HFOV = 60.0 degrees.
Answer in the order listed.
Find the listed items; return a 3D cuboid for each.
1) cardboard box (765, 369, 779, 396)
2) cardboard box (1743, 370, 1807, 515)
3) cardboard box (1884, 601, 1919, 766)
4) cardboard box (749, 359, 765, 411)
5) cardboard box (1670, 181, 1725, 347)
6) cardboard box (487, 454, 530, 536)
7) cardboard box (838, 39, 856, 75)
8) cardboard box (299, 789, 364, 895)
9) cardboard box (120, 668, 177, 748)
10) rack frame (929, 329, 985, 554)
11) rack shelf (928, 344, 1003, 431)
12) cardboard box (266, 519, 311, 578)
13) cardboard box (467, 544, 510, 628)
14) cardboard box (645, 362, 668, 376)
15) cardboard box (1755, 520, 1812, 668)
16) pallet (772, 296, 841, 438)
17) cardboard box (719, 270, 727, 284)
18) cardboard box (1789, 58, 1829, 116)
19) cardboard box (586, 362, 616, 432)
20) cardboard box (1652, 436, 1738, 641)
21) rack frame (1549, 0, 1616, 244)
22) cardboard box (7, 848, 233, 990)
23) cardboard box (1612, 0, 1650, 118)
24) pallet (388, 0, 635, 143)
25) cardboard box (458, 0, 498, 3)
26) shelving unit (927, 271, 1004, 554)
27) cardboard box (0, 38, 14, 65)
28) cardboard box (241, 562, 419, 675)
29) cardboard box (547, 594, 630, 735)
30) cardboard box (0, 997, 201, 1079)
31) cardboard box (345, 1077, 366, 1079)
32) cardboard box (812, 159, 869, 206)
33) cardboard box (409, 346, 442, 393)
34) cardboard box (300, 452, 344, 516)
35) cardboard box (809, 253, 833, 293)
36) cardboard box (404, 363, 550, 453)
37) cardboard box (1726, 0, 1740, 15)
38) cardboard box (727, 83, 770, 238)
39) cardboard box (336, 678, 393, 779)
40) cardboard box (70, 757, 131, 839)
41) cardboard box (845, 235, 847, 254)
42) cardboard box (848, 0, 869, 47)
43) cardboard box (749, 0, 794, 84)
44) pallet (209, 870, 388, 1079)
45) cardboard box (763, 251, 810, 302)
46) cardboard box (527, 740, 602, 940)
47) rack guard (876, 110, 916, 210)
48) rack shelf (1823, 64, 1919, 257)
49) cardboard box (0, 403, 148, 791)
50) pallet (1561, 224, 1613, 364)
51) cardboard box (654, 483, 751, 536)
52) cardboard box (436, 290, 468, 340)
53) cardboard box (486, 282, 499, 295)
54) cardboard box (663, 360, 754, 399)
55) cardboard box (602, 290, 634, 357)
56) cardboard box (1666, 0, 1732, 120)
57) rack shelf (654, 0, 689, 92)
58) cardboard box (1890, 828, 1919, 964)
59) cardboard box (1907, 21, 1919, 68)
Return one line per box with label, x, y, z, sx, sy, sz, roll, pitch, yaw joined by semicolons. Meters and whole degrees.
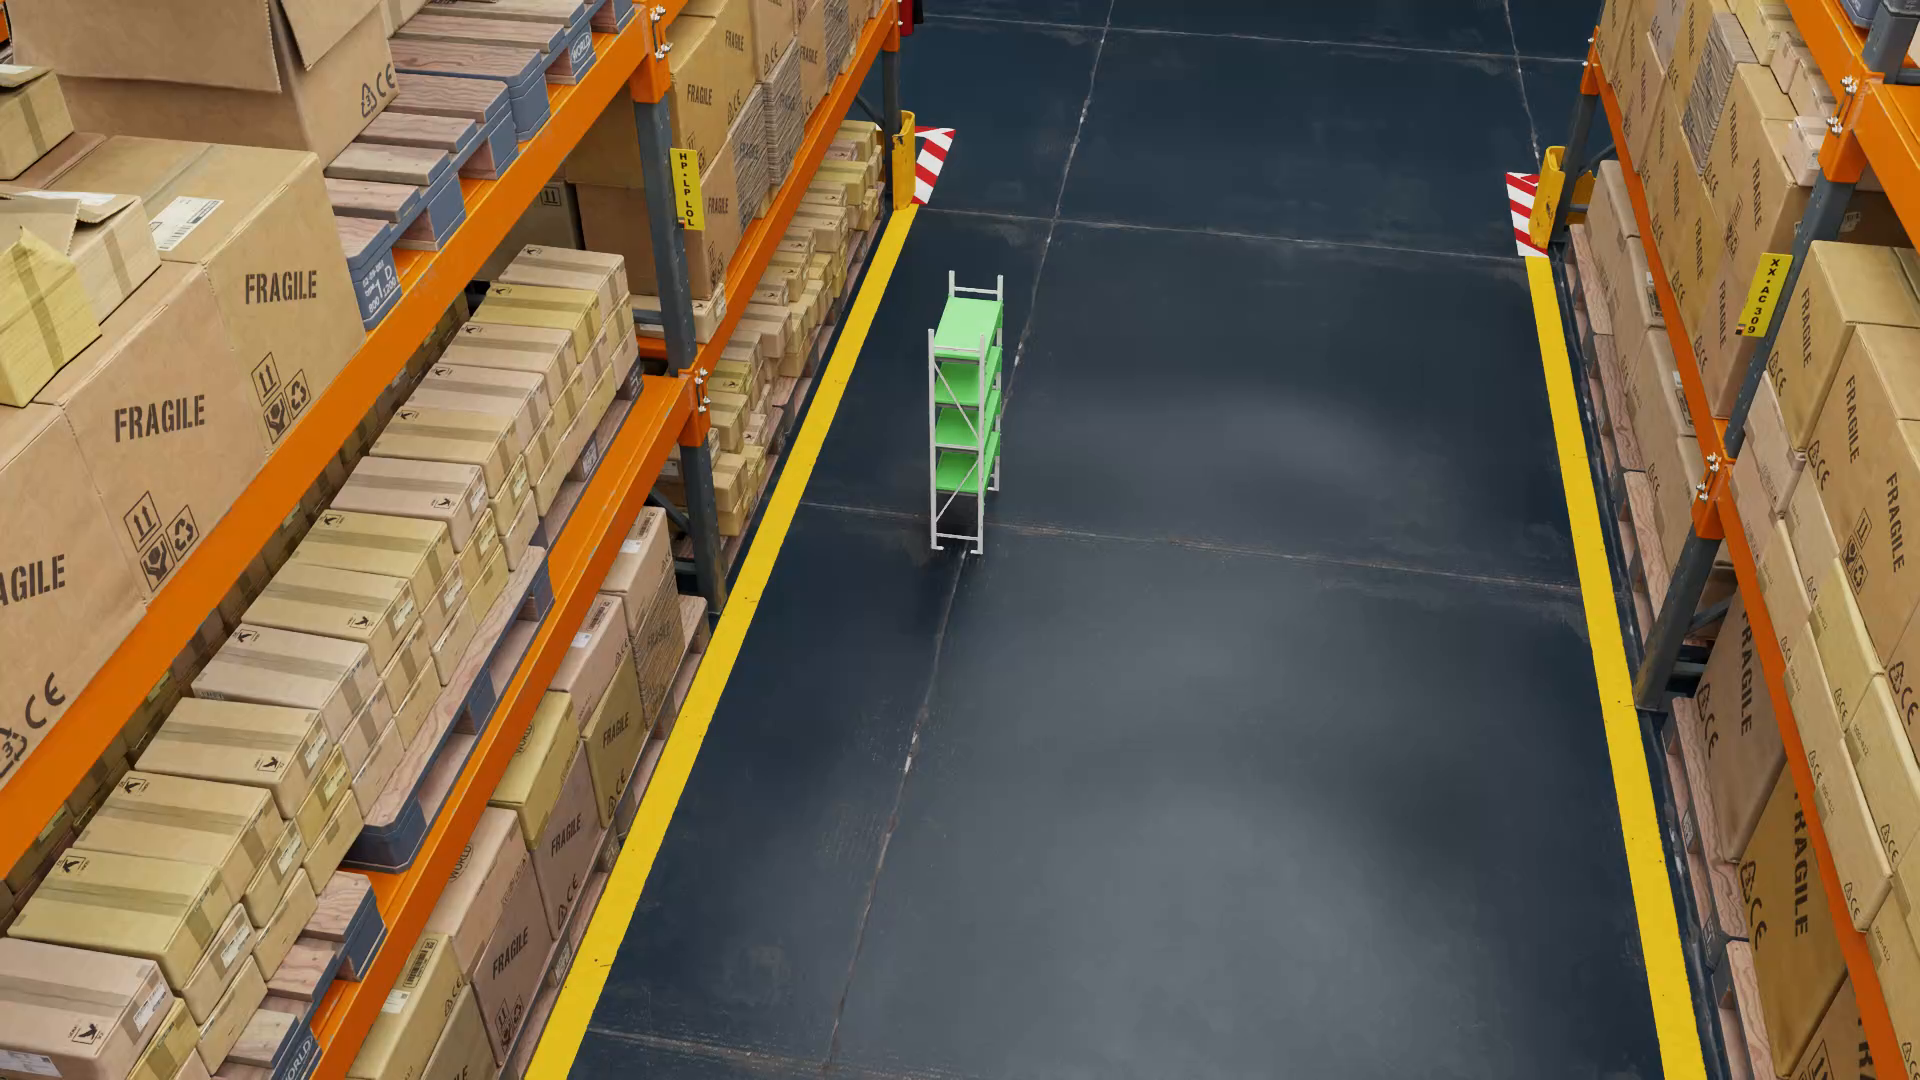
cardboard box;-1.130;-0.829;8.403;0.380;0.149;0.250;5;40;6
cardboard box;2.985;-0.314;5.598;0.500;0.250;0.500;5;40;6
cardboard box;2.746;0.358;4.196;0.500;0.500;0.500;6;40;7
cardboard box;-1.165;-0.771;8.100;0.380;0.149;0.250;4;40;5
cardboard box;3.251;-1.106;6.752;0.500;0.500;0.500;5;40;7
cardboard box;-1.608;-0.159;5.319;0.380;0.149;0.250;4;40;5
cardboard box;-0.770;-2.611;8.848;0.380;0.149;0.250;7;40;9
cardboard box;-1.832;0.773;4.426;0.380;0.149;0.250;8;40;10
cardboard box;-2.433;0.418;4.622;0.380;0.149;0.250;6;40;7
rack frame;-0.014;-0.413;7.405;0.240;1.200;0.015;6;40;8
rack shelf;0.029;-0.702;7.478;0.258;0.148;0.480;6;40;8
cardboard box;-2.296;0.045;5.306;0.380;0.149;0.250;6;40;7
cardboard box;-1.650;0.117;5.219;0.380;0.149;0.250;8;40;10
cardboard box;-1.586;-0.927;8.055;0.380;0.149;0.250;8;40;9
cardboard box;2.914;0.205;5.362;0.500;0.250;0.500;5;40;7
pallet;-1.264;-1.025;8.921;1.003;0.211;1.213;6;40;8
cardboard box;-1.212;-1.122;7.047;0.380;0.149;0.250;7;40;9
cardboard box;3.284;-1.635;6.099;0.380;0.149;0.250;6;40;8
cardboard box;-1.472;-0.538;6.011;0.380;0.149;0.250;7;40;8
cardboard box;3.553;0.019;7.151;0.875;0.438;0.875;6;40;7
rack frame;4.031;-2.935;9.042;1.000;3.000;0.127;6;40;8
cardboard box;-1.932;0.872;3.839;0.380;0.149;0.250;5;40;6
cardboard box;3.605;-2.383;8.297;0.500;0.500;0.500;6;40;7
pallet;-1.766;-1.615;5.239;1.213;0.211;1.003;6;40;8
cardboard box;-1.728;-2.037;5.195;0.700;0.500;0.500;6;40;8
shelving unit;0.029;-0.566;7.590;0.258;1.200;0.503;6;40;8
cardboard box;-5.919;-2.389;9.720;0.875;0.875;0.875;6;40;8
cardboard box;-1.750;0.216;4.633;0.380;0.149;0.250;8;40;9
cardboard box;-1.536;0.422;6.026;0.500;0.250;0.500;8;40;10
cardboard box;-1.965;1.143;3.745;0.380;0.149;0.250;8;40;10
cardboard box;-1.889;1.710;4.468;0.500;0.250;0.500;5;40;6
cardboard box;-0.724;-2.021;9.379;0.380;0.149;0.250;6;40;7
cardboard box;-2.118;-0.601;6.087;0.380;0.149;0.250;7;40;8
cardboard box;-2.252;-0.232;5.408;0.380;0.149;0.250;8;40;9
cardboard box;-0.900;-1.421;8.885;0.380;0.149;0.250;8;40;10
cardboard box;-1.569;-0.432;5.416;0.380;0.149;0.250;6;40;8
cardboard box;3.390;-2.278;6.876;0.380;0.149;0.250;6;40;8
cardboard box;-1.142;-1.654;7.182;0.500;0.500;0.500;6;40;8
cardboard box;-1.790;0.490;4.535;0.380;0.149;0.250;6;40;8
cardboard box;-2.478;0.705;4.507;0.380;0.149;0.250;6;40;7
cardboard box;-0.853;-1.642;9.386;0.380;0.149;0.250;7;40;8
cardboard box;-0.781;-2.937;8.733;0.500;0.500;0.500;6;40;7
cardboard box;-1.044;-2.341;7.228;0.500;0.500;0.500;7;40;8
pallet;-2.228;1.219;4.170;1.213;0.211;1.003;6;40;8
cardboard box;-0.995;-1.370;8.591;0.380;0.149;0.250;7;40;8
cardboard box;-1.616;1.030;5.879;0.500;0.500;0.500;6;40;7
rack guard;-0.875;-2.406;10.365;1.175;0.500;0.348;6;40;8
rack shelf;2.992;-0.048;3.761;1.077;0.370;4.000;6;40;8
cardboard box;-1.886;0.080;2.964;0.500;0.500;0.500;6;40;8
pallet;3.969;-1.350;9.314;1.003;0.211;1.213;6;40;8
cardboard box;-1.175;-0.163;7.598;0.380;0.149;0.250;5;40;6
cardboard box;-2.076;-0.890;6.203;0.380;0.149;0.250;7;40;8
cardboard box;-1.735;-1.015;6.918;0.380;0.149;0.250;6;40;7
cardboard box;-1.189;-0.723;7.808;0.380;0.149;0.250;6;40;7
cardboard box;-1.429;-0.815;6.113;0.380;0.149;0.250;8;40;9
cardboard box;3.418;-2.127;7.202;0.500;0.500;0.500;7;40;8
rack shelf;-1.208;-3.041;7.381;1.077;0.370;4.000;6;40;8
cardboard box;2.633;0.973;4.041;0.500;0.250;0.500;5;40;7
cardboard box;2.907;-1.415;4.626;0.396;0.266;0.258;6;40;7
